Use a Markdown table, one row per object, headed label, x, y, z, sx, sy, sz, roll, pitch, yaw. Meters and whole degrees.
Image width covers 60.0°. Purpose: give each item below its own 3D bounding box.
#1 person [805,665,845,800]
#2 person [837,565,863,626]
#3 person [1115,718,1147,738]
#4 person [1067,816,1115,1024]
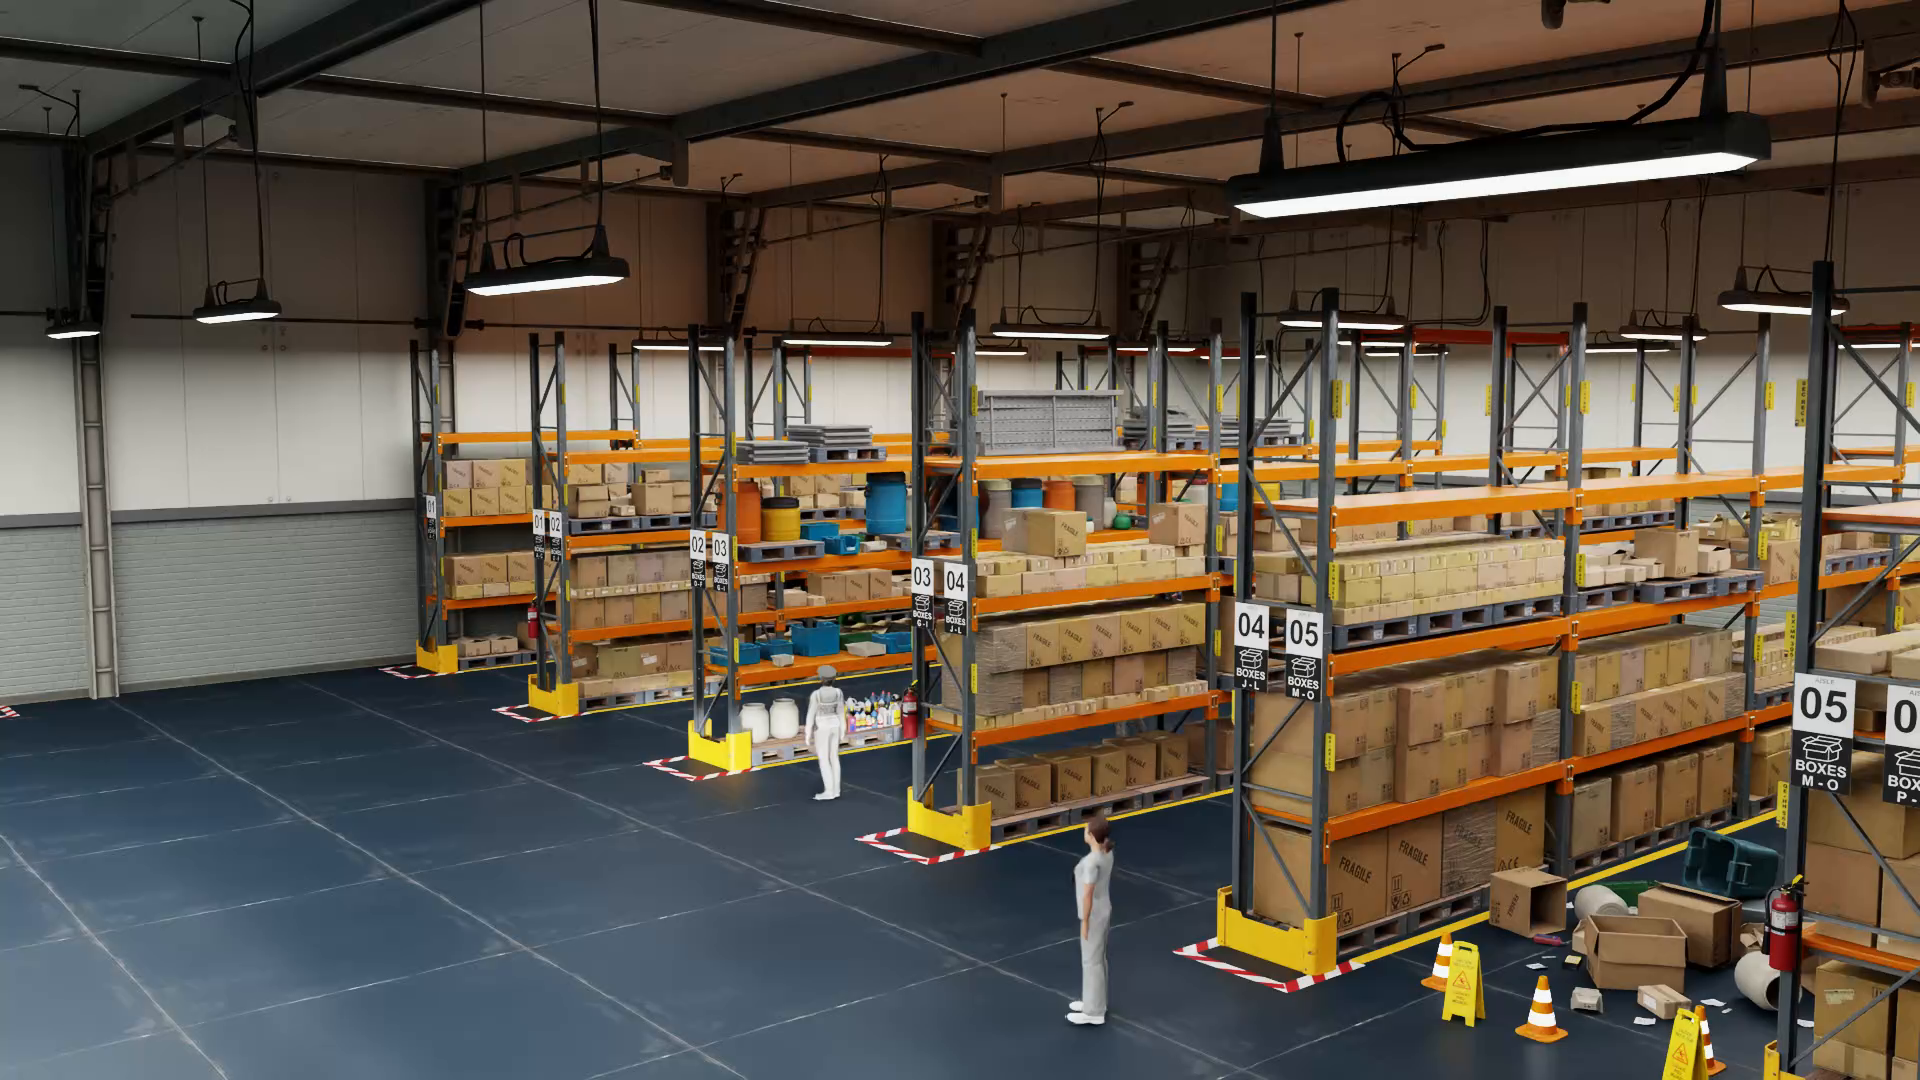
| label | x | y | z | sx | sy | sz | roll | pitch | yaw |
| --- | --- | --- | --- | --- | --- | --- | --- | --- | --- |
| person | -1.665 | 2.403 | 20.845 | 0.421 | 1.702 | 0.568 | 4 | 7 | 40 |
| person | -2.169 | 1.282 | 32.312 | 1.060 | 1.728 | 0.654 | -5 | 7 | -42 |
| person | 2.341 | 2.159 | 23.118 | 0.607 | 1.834 | 0.637 | 0 | 5 | 0 |
| person | 1.072 | 3.072 | 13.552 | 0.386 | 1.675 | 0.488 | 1 | 5 | 13 |
